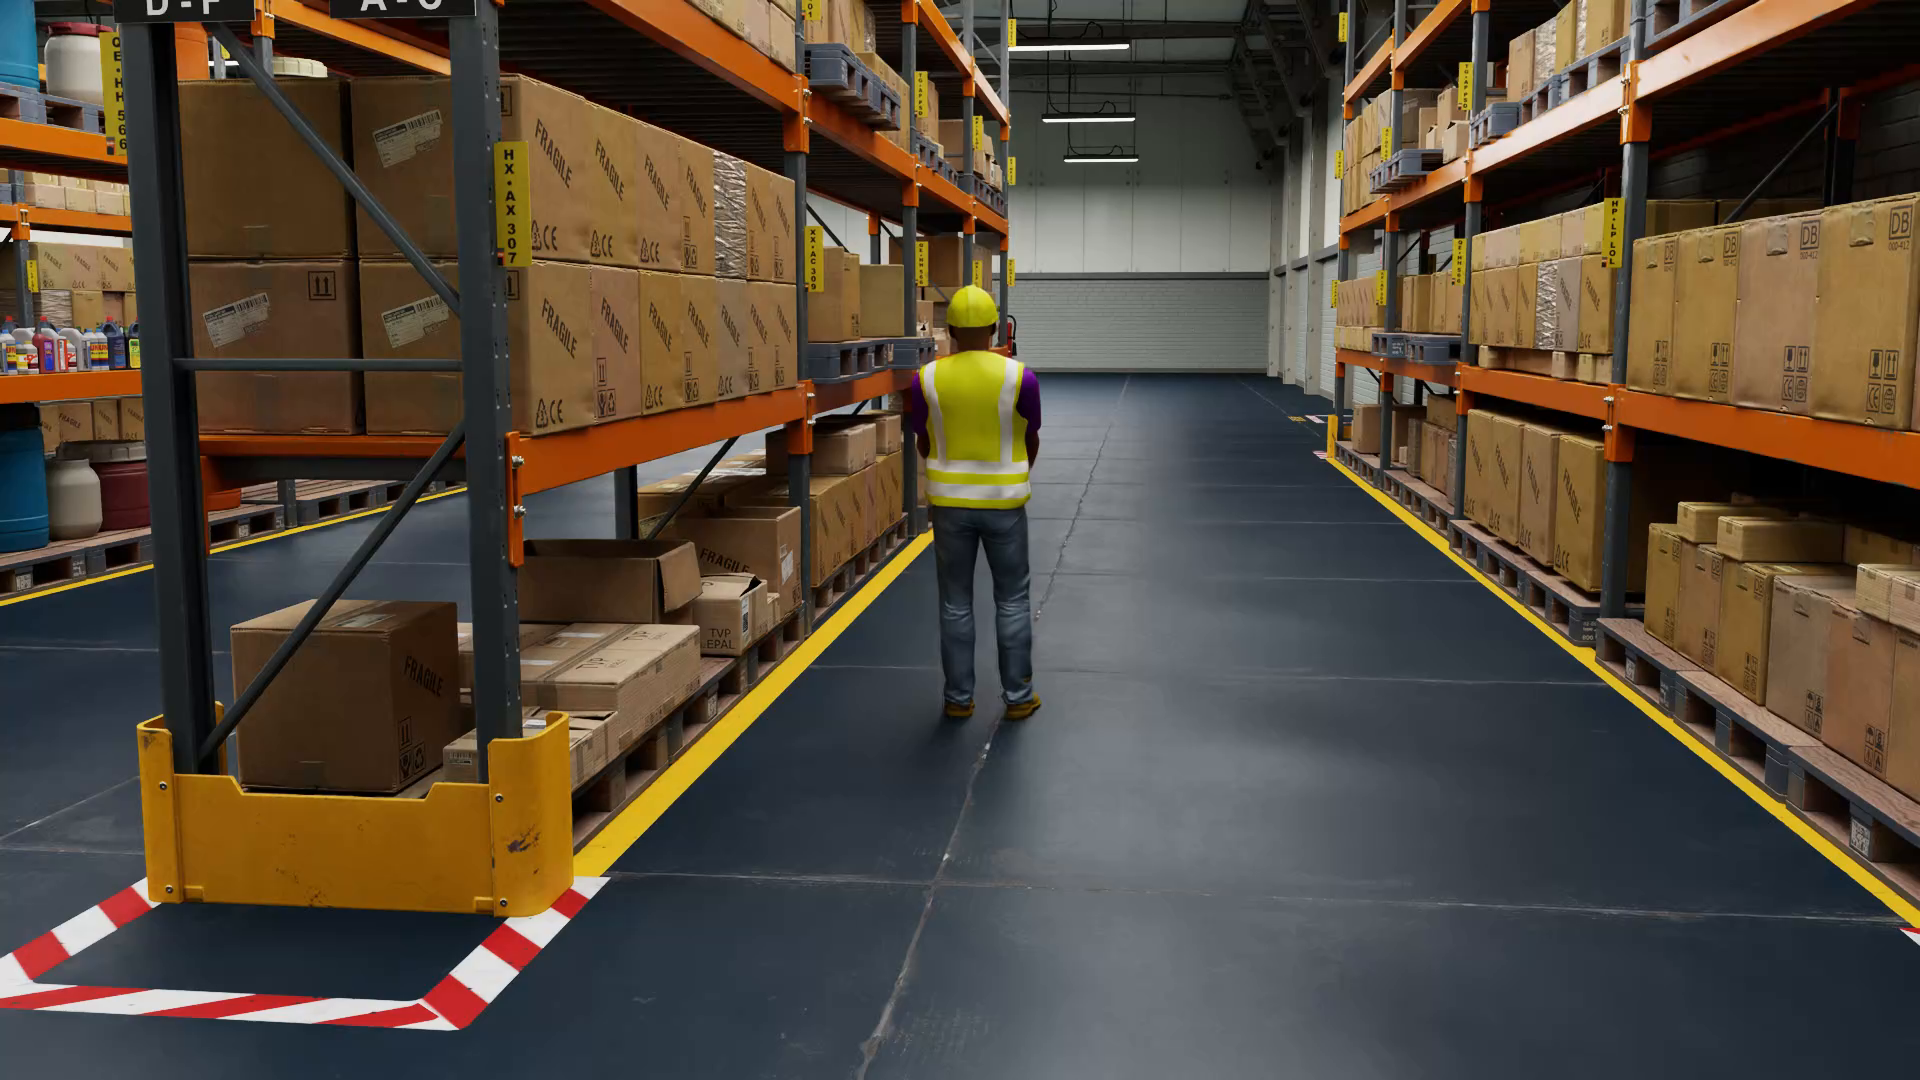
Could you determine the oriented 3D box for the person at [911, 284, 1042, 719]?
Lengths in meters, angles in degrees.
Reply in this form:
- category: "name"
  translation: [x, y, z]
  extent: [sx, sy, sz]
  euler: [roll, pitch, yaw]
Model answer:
- category: "person"
  translation: [0.074, -0.156, 6.864]
  extent: [0.524, 1.772, 0.559]
  euler: [1, 8, 6]
